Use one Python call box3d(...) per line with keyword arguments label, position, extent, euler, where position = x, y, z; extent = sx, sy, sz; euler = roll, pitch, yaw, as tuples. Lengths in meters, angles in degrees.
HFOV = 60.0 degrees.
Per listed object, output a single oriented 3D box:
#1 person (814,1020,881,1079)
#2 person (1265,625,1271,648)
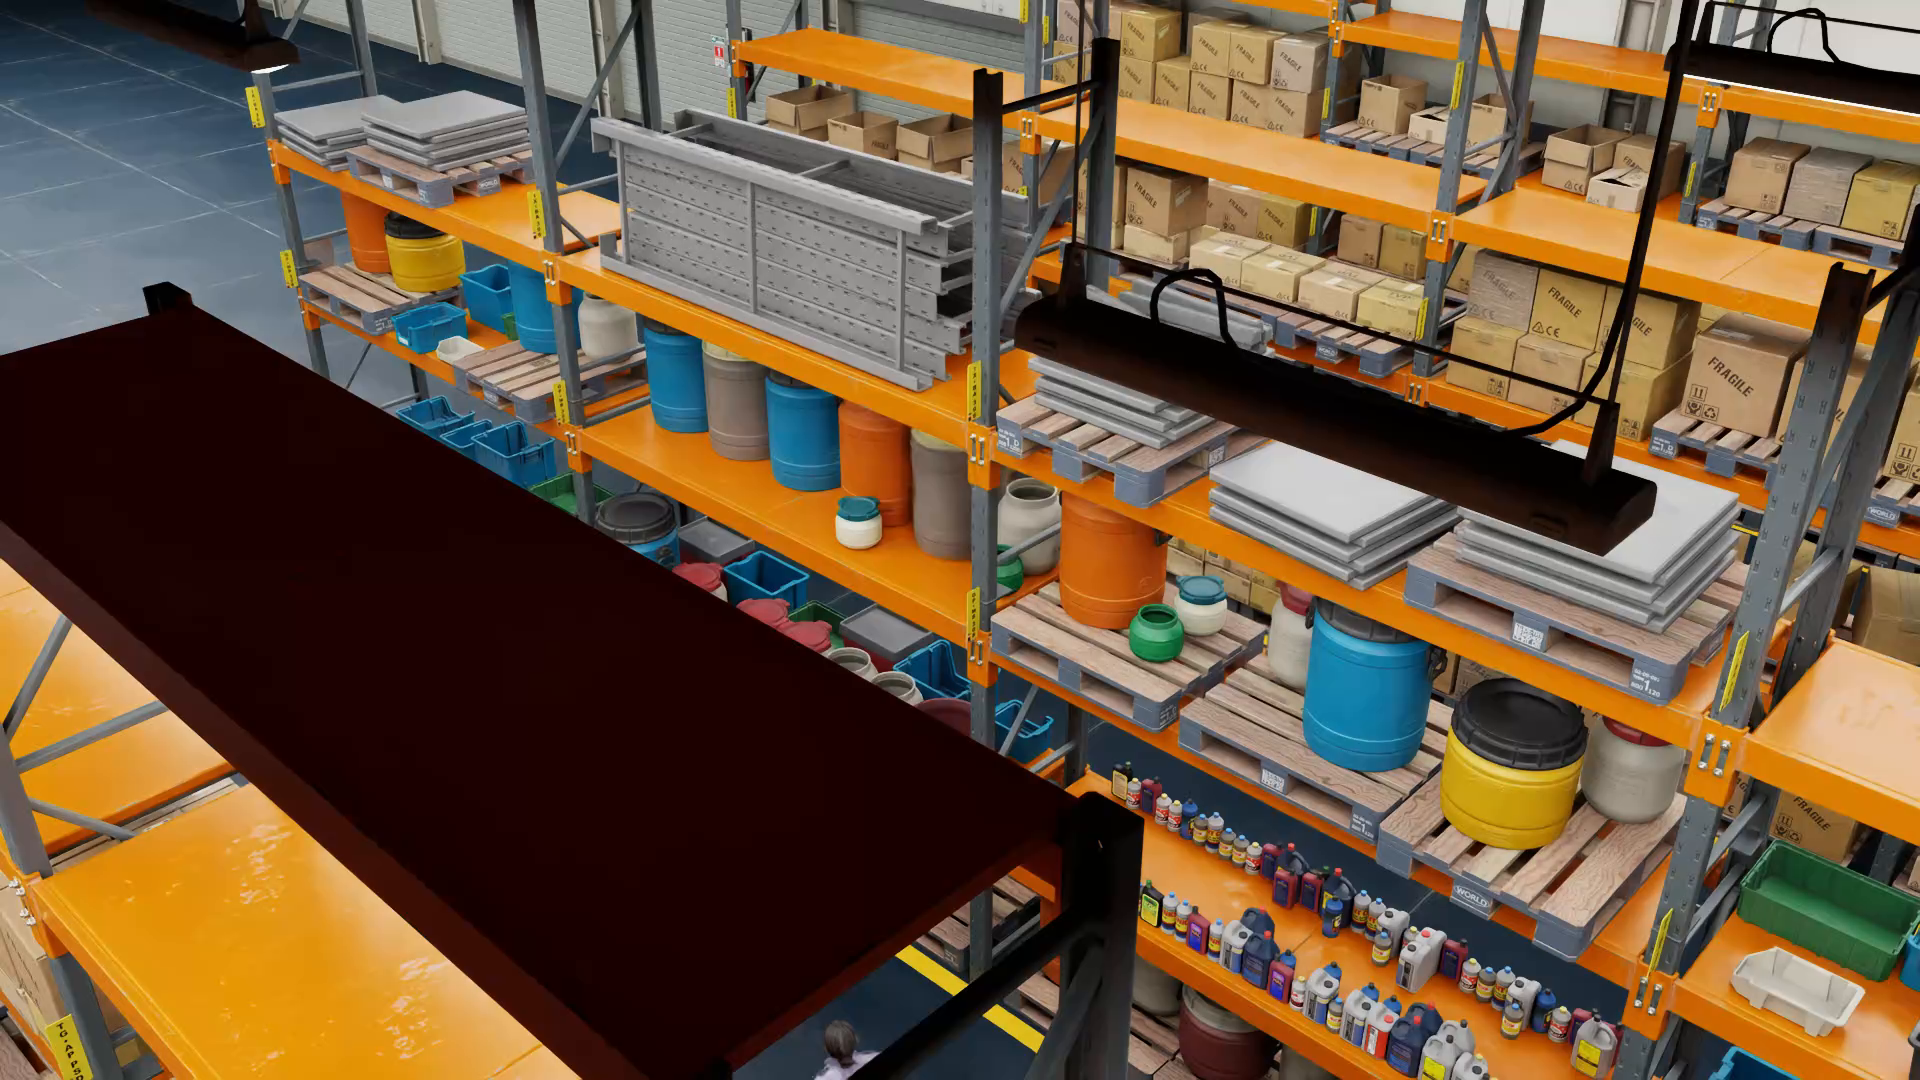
box3d(label="person", position=(-0.541, 3.209, 8.678), extent=(0.654, 1.560, 0.746), euler=(-20, 35, -31))
box3d(label="person", position=(2.553, 0.865, 12.721), extent=(0.443, 1.513, 0.440), euler=(-14, 32, -24))
